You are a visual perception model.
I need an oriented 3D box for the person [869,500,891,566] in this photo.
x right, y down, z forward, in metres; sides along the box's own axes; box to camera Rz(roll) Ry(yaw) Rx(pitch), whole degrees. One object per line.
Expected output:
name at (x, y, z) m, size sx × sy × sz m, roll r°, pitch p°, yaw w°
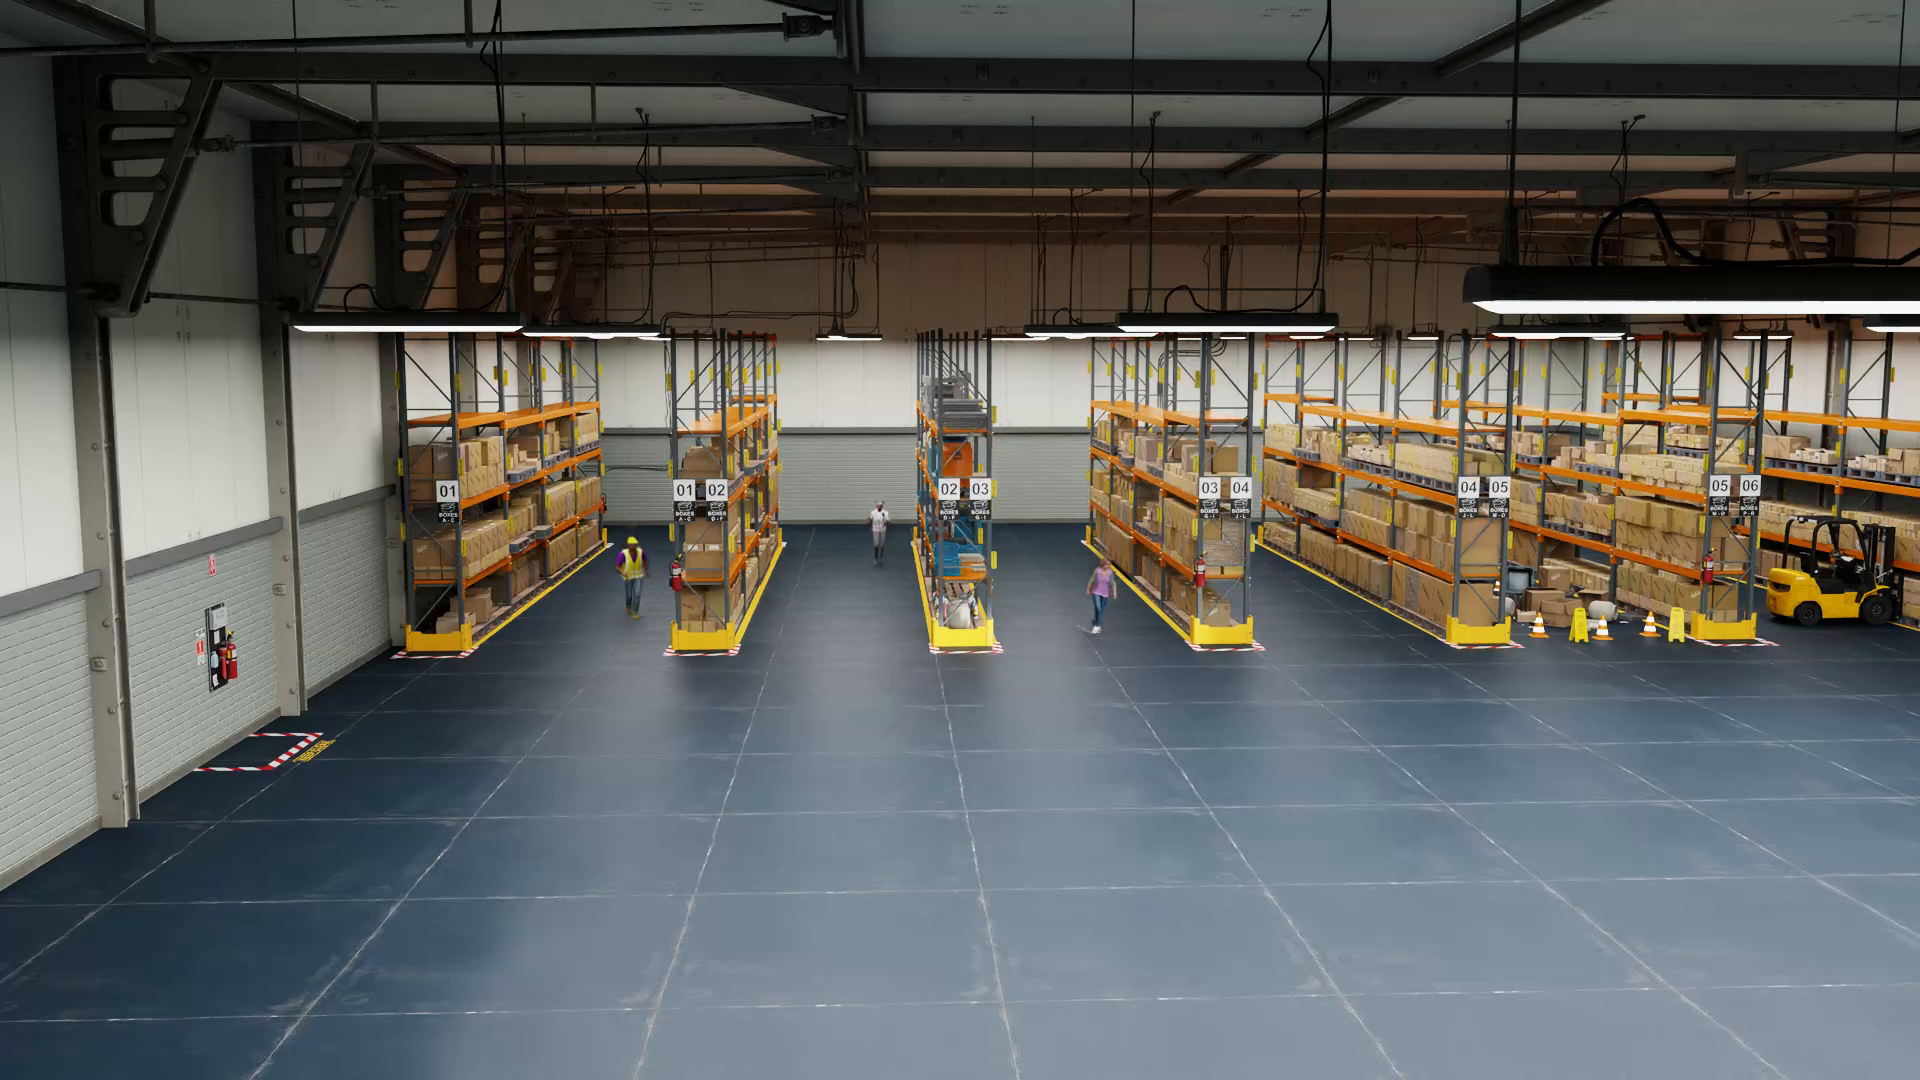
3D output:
person at (-2.080, -0.184, 43.188) m, size 0.570 × 1.740 × 0.716 m, roll -1°, pitch 7°, yaw -5°

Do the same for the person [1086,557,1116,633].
person at (2.794, 1.145, 32.811) m, size 0.509 × 1.416 × 0.725 m, roll -2°, pitch 7°, yaw -15°

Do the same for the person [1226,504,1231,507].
person at (7.542, -0.636, 46.546) m, size 0.675 × 1.808 × 0.777 m, roll 0°, pitch 7°, yaw -1°

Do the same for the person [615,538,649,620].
person at (-6.869, 0.778, 34.815) m, size 0.699 × 1.717 × 0.807 m, roll -2°, pitch 7°, yaw -18°
